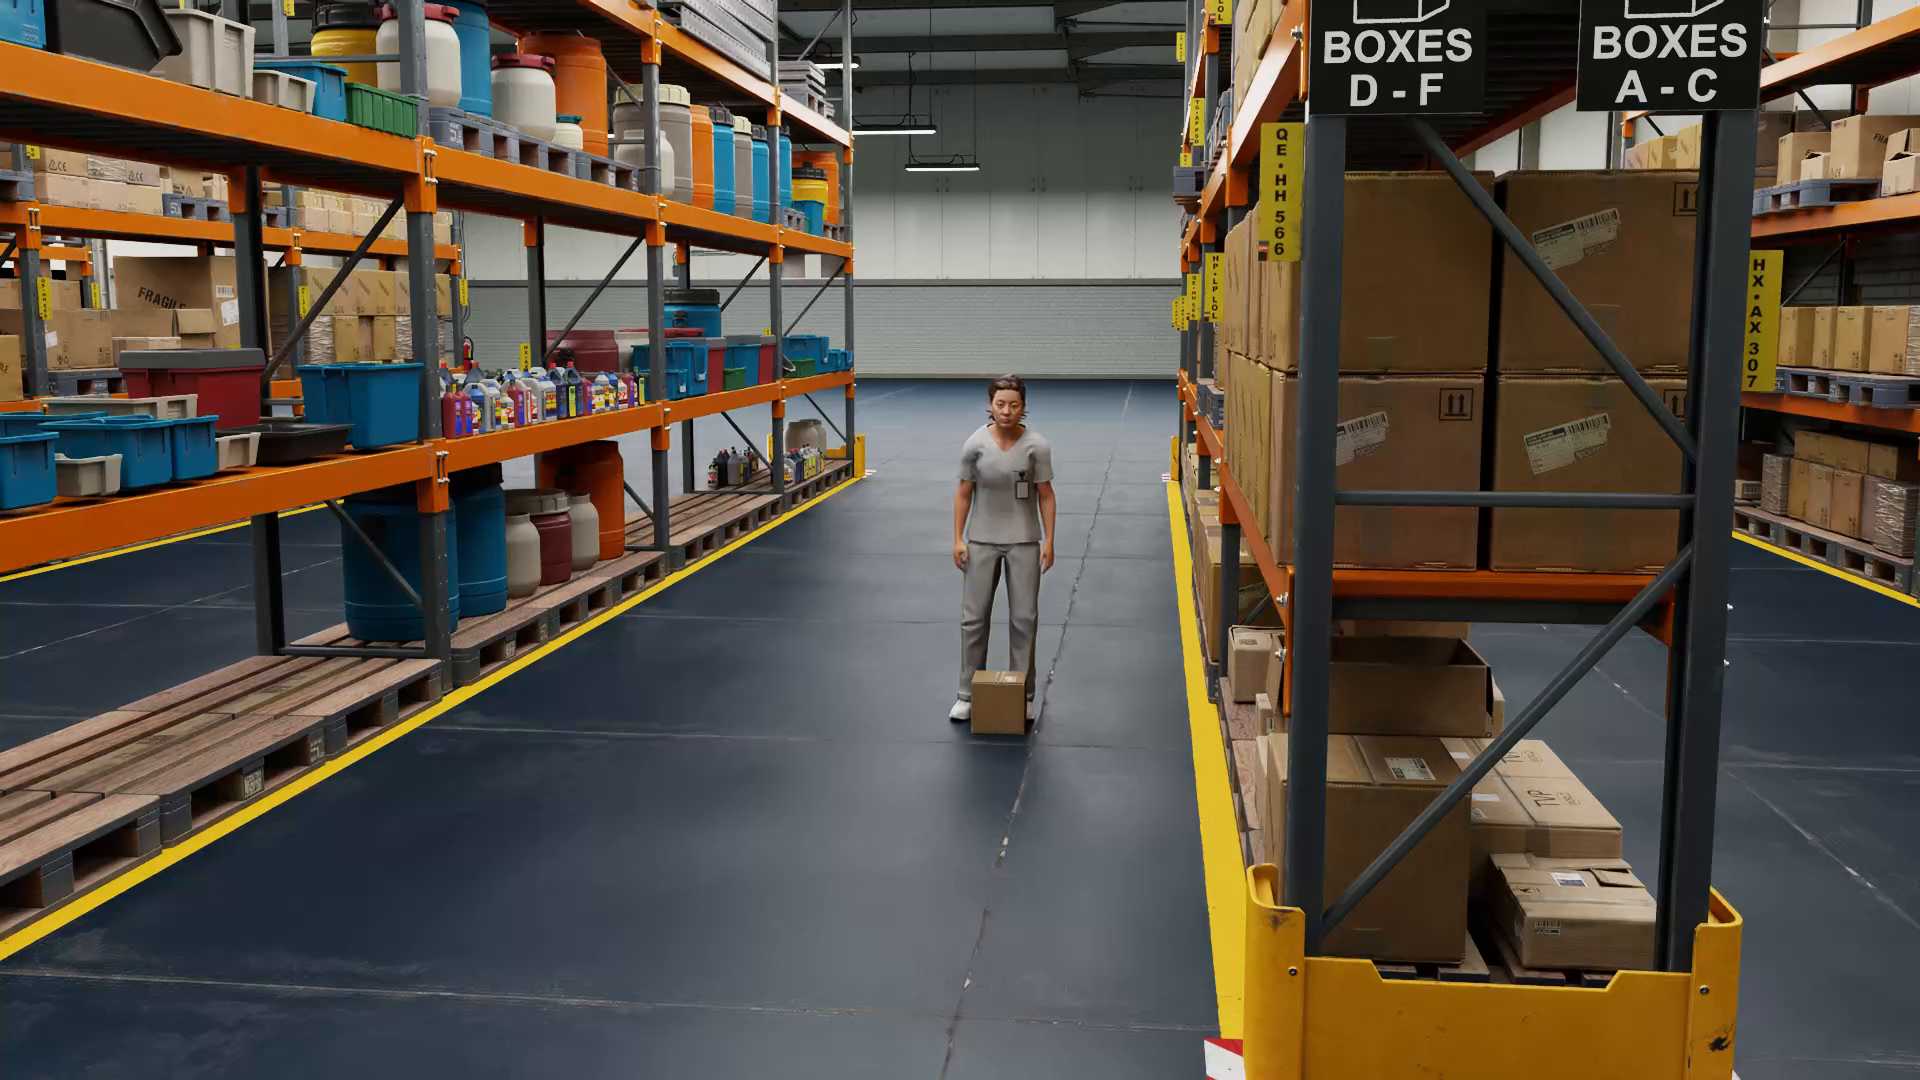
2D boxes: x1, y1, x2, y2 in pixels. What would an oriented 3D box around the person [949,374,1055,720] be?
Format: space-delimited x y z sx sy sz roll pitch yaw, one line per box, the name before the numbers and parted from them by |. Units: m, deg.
person | 0.208 0.038 8.056 0.503 1.662 0.348 1 8 5
